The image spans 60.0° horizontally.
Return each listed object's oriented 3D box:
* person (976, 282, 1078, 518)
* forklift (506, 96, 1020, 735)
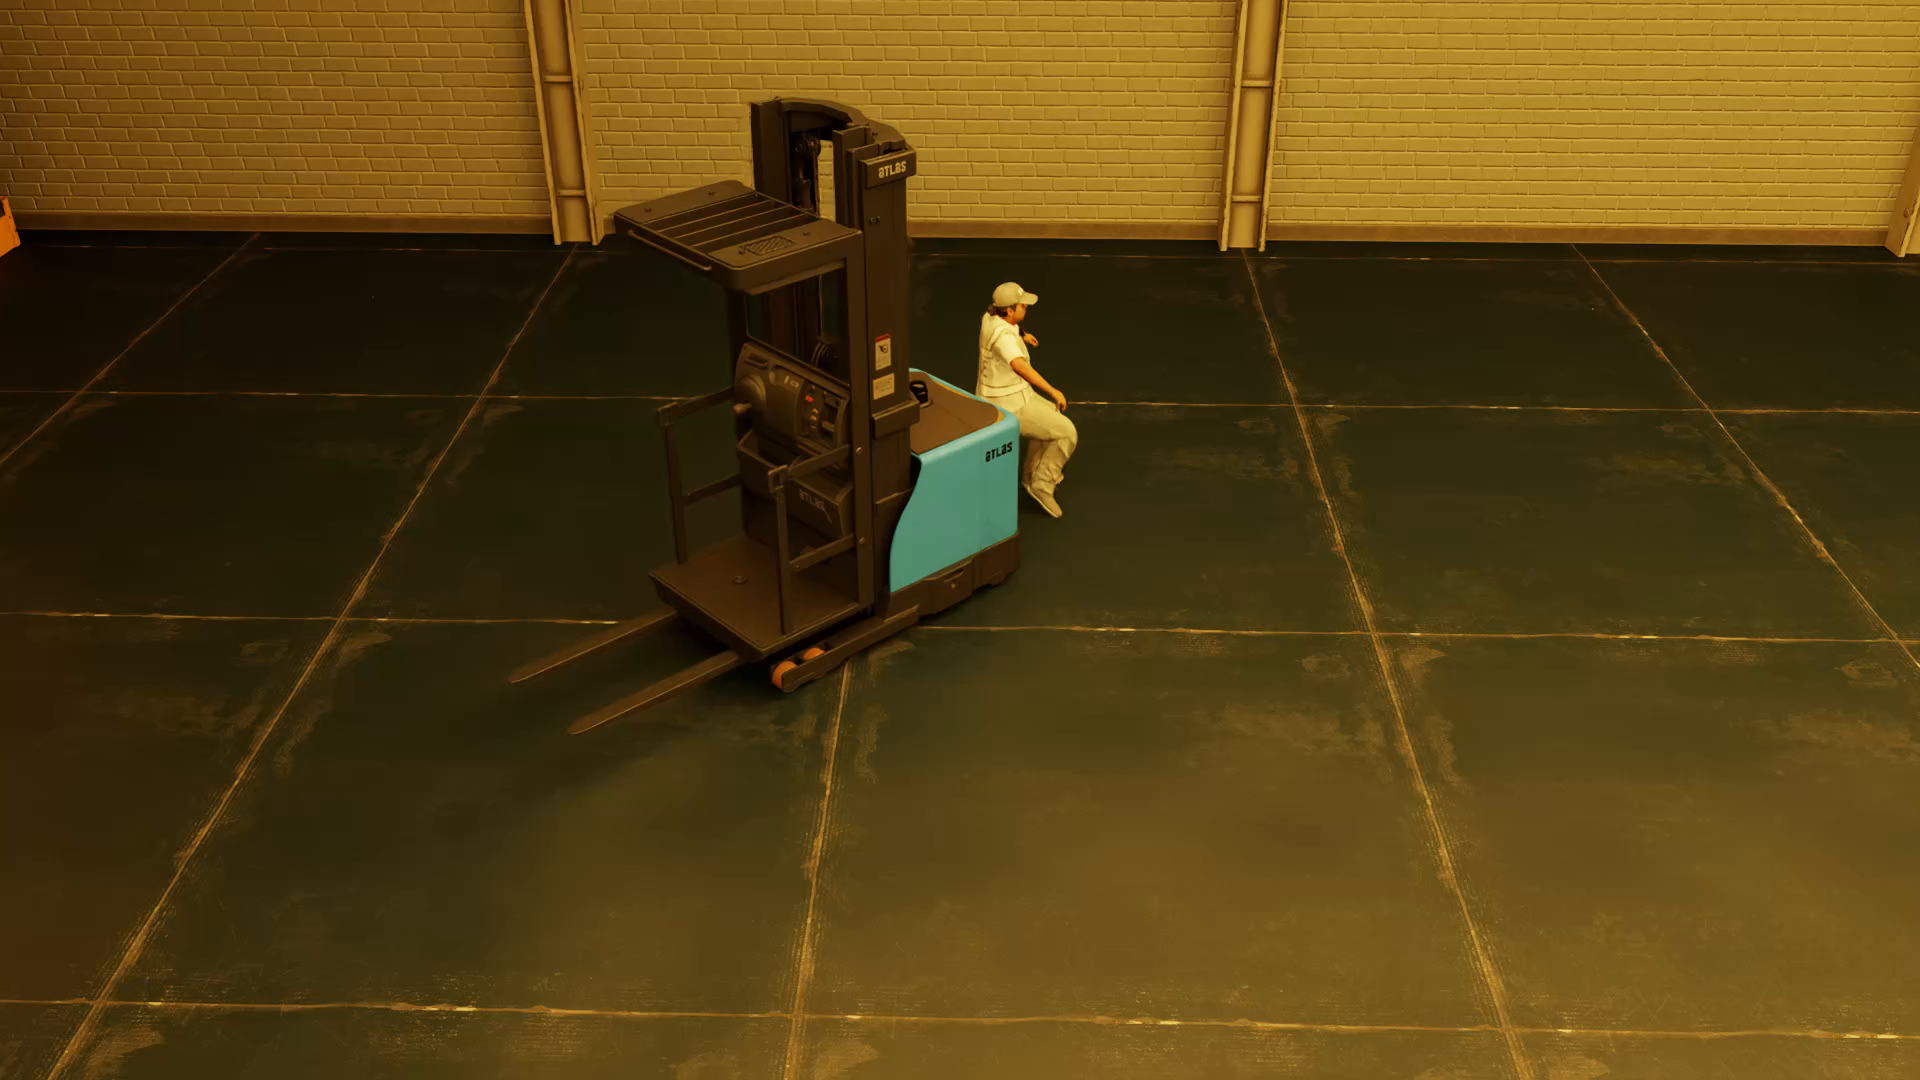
[{"bbox_3d":[0.413,-0.932,10.641,0.618,1.529,0.995,-4,31,-7],"label":"person"},{"bbox_3d":[-1.068,-0.730,8.853,3.031,2.935,1.130,-25,39,-36],"label":"forklift"}]
